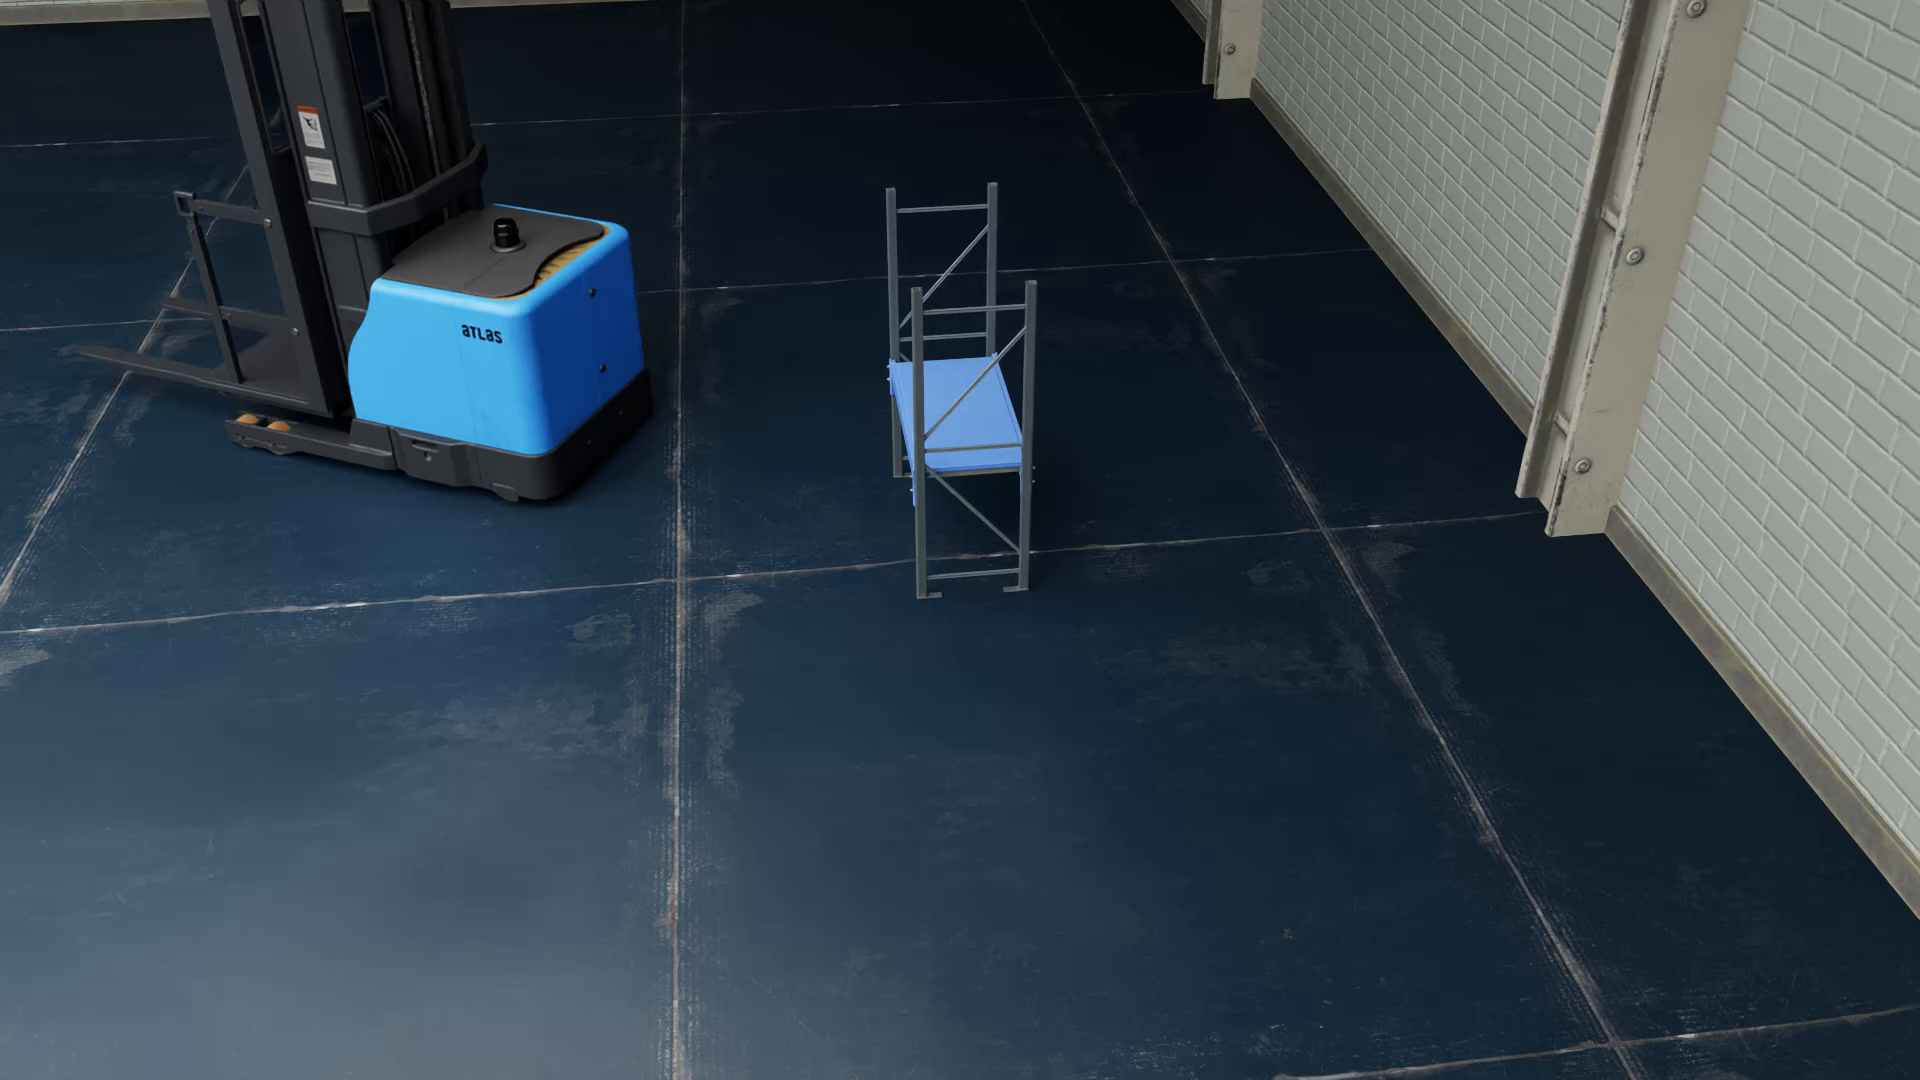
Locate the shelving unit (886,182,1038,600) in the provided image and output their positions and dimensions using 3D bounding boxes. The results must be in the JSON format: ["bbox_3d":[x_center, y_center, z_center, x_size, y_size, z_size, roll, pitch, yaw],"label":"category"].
[{"bbox_3d":[-0.011,-0.667,7.397,0.538,1.500,1.048,-4,35,-6],"label":"shelving unit"}]

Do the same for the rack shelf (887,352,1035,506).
[{"bbox_3d":[-0.011,-0.519,7.499,0.538,0.185,1.000,-4,35,-6],"label":"rack shelf"}]

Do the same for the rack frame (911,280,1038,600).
[{"bbox_3d":[0.057,-0.384,6.981,0.500,1.500,0.032,-4,35,-6],"label":"rack frame"}]

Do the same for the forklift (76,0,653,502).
[{"bbox_3d":[-3.166,-1.904,7.942,3.031,2.935,1.130,12,36,17],"label":"forklift"}]

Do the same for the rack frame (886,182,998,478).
[{"bbox_3d":[-0.080,-0.951,7.814,0.500,1.500,0.032,-4,35,-6],"label":"rack frame"}]

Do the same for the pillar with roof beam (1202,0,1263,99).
[{"bbox_3d":[-2.194,-6.877,9.851,9.100,9.000,0.400,-4,35,-6],"label":"pillar with roof beam"}]

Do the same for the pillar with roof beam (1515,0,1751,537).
[{"bbox_3d":[-1.387,-3.529,4.938,9.100,9.000,0.400,-4,35,-6],"label":"pillar with roof beam"}]
